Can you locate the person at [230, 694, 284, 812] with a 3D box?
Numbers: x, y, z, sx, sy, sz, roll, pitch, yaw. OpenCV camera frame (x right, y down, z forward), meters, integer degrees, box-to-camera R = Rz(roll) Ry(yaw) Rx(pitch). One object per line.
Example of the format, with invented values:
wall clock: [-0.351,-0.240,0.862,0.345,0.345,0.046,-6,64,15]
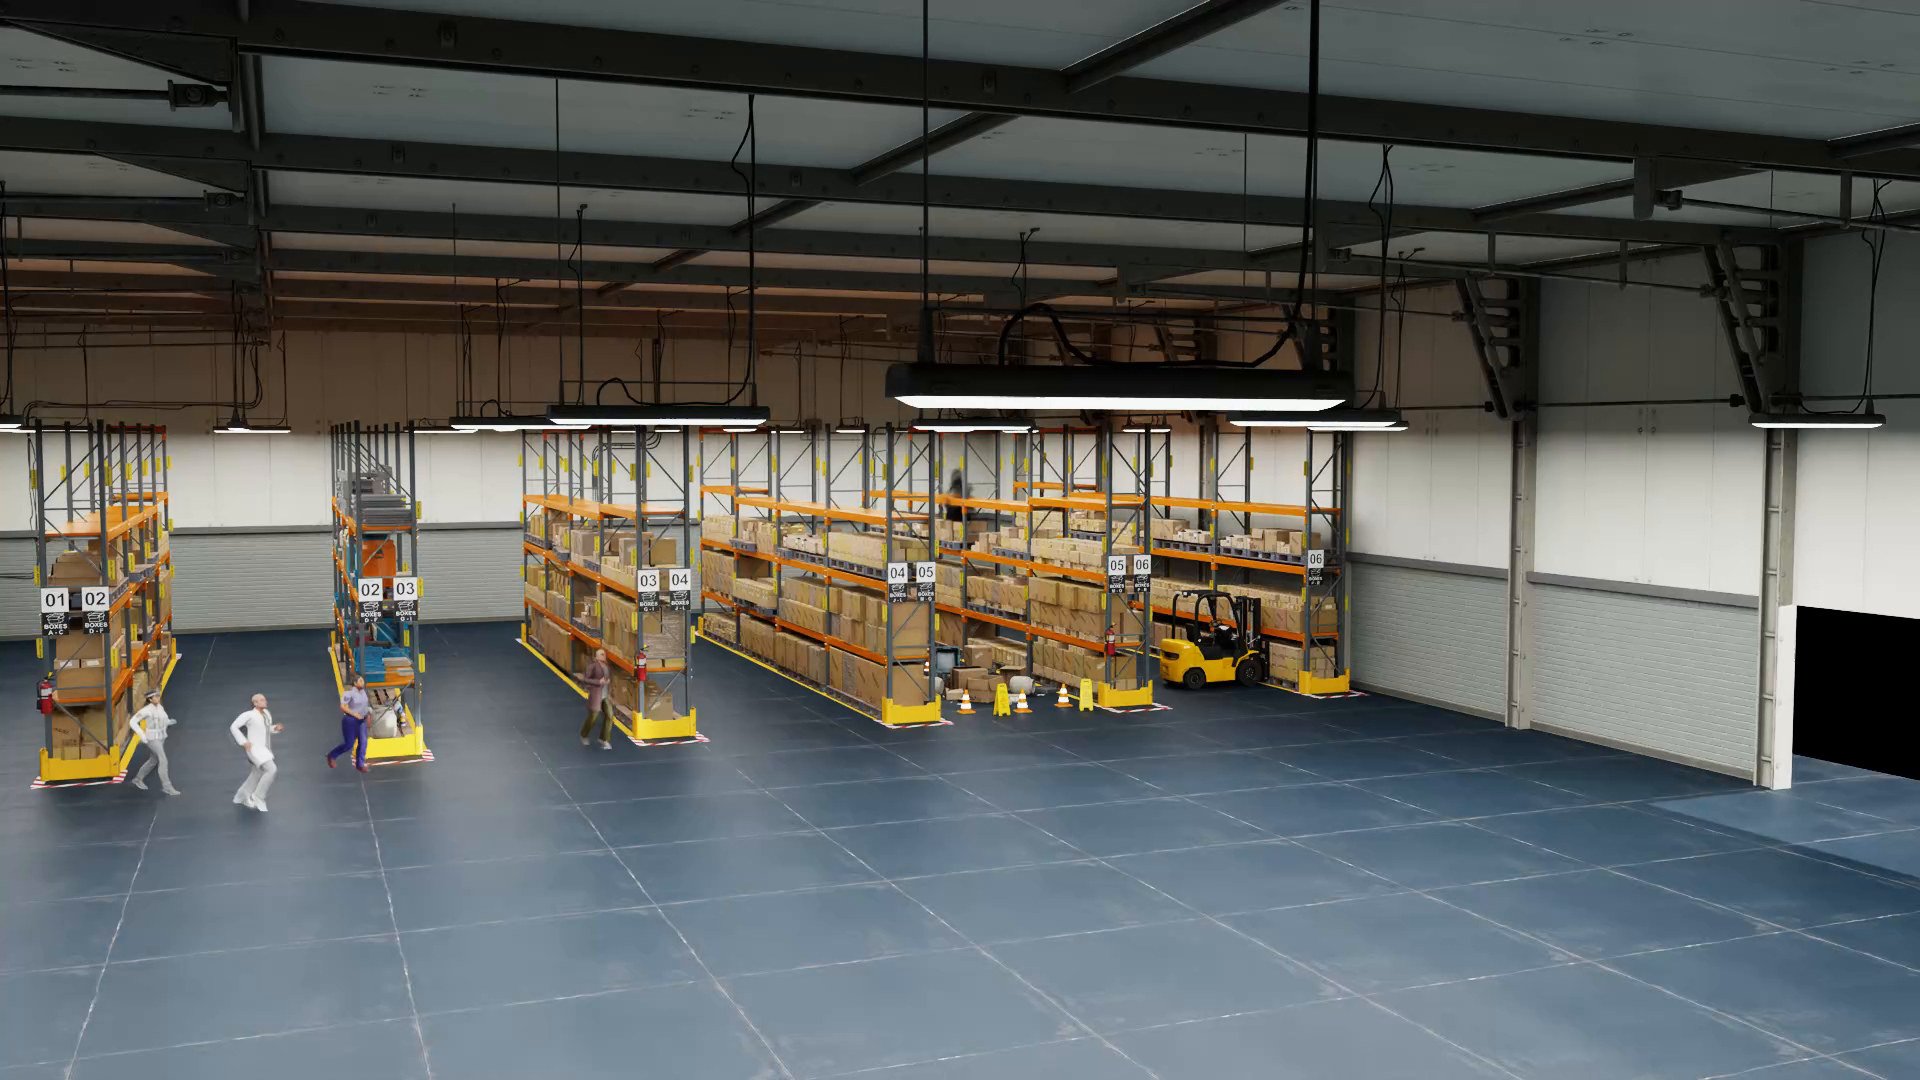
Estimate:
person: [-10.776,3.261,25.505,0.811,1.806,0.694,0,4,5]

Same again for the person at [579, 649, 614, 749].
person: [-6.674,2.933,30.634,0.806,1.858,0.720,3,5,38]

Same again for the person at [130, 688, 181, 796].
person: [-12.813,3.203,26.474,0.861,1.718,0.598,0,4,5]

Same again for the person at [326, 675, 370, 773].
person: [-10.379,3.134,28.525,0.786,1.635,0.657,1,4,20]
